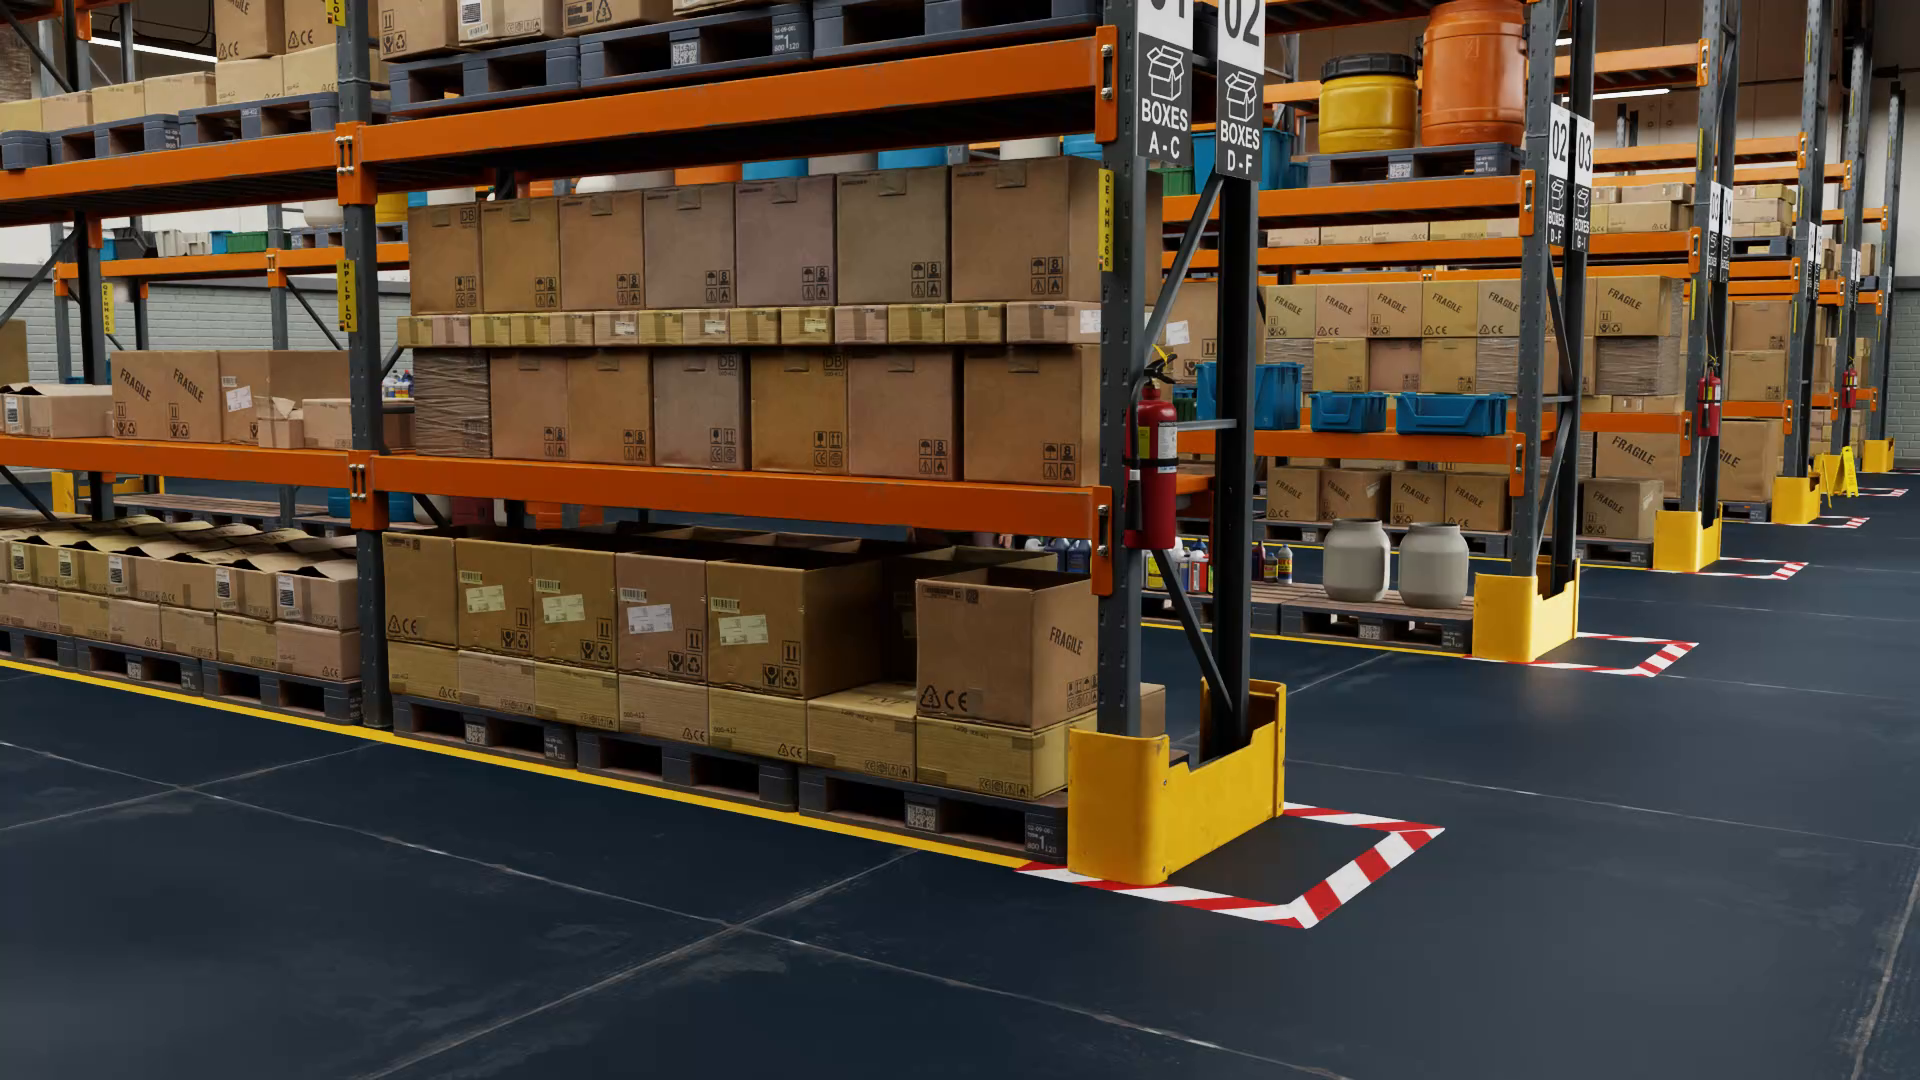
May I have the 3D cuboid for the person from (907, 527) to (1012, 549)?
[{"bbox_3d":[-0.005,-0.061,8.653,0.609,1.796,0.419,0,6,3],"label":"person"}]
